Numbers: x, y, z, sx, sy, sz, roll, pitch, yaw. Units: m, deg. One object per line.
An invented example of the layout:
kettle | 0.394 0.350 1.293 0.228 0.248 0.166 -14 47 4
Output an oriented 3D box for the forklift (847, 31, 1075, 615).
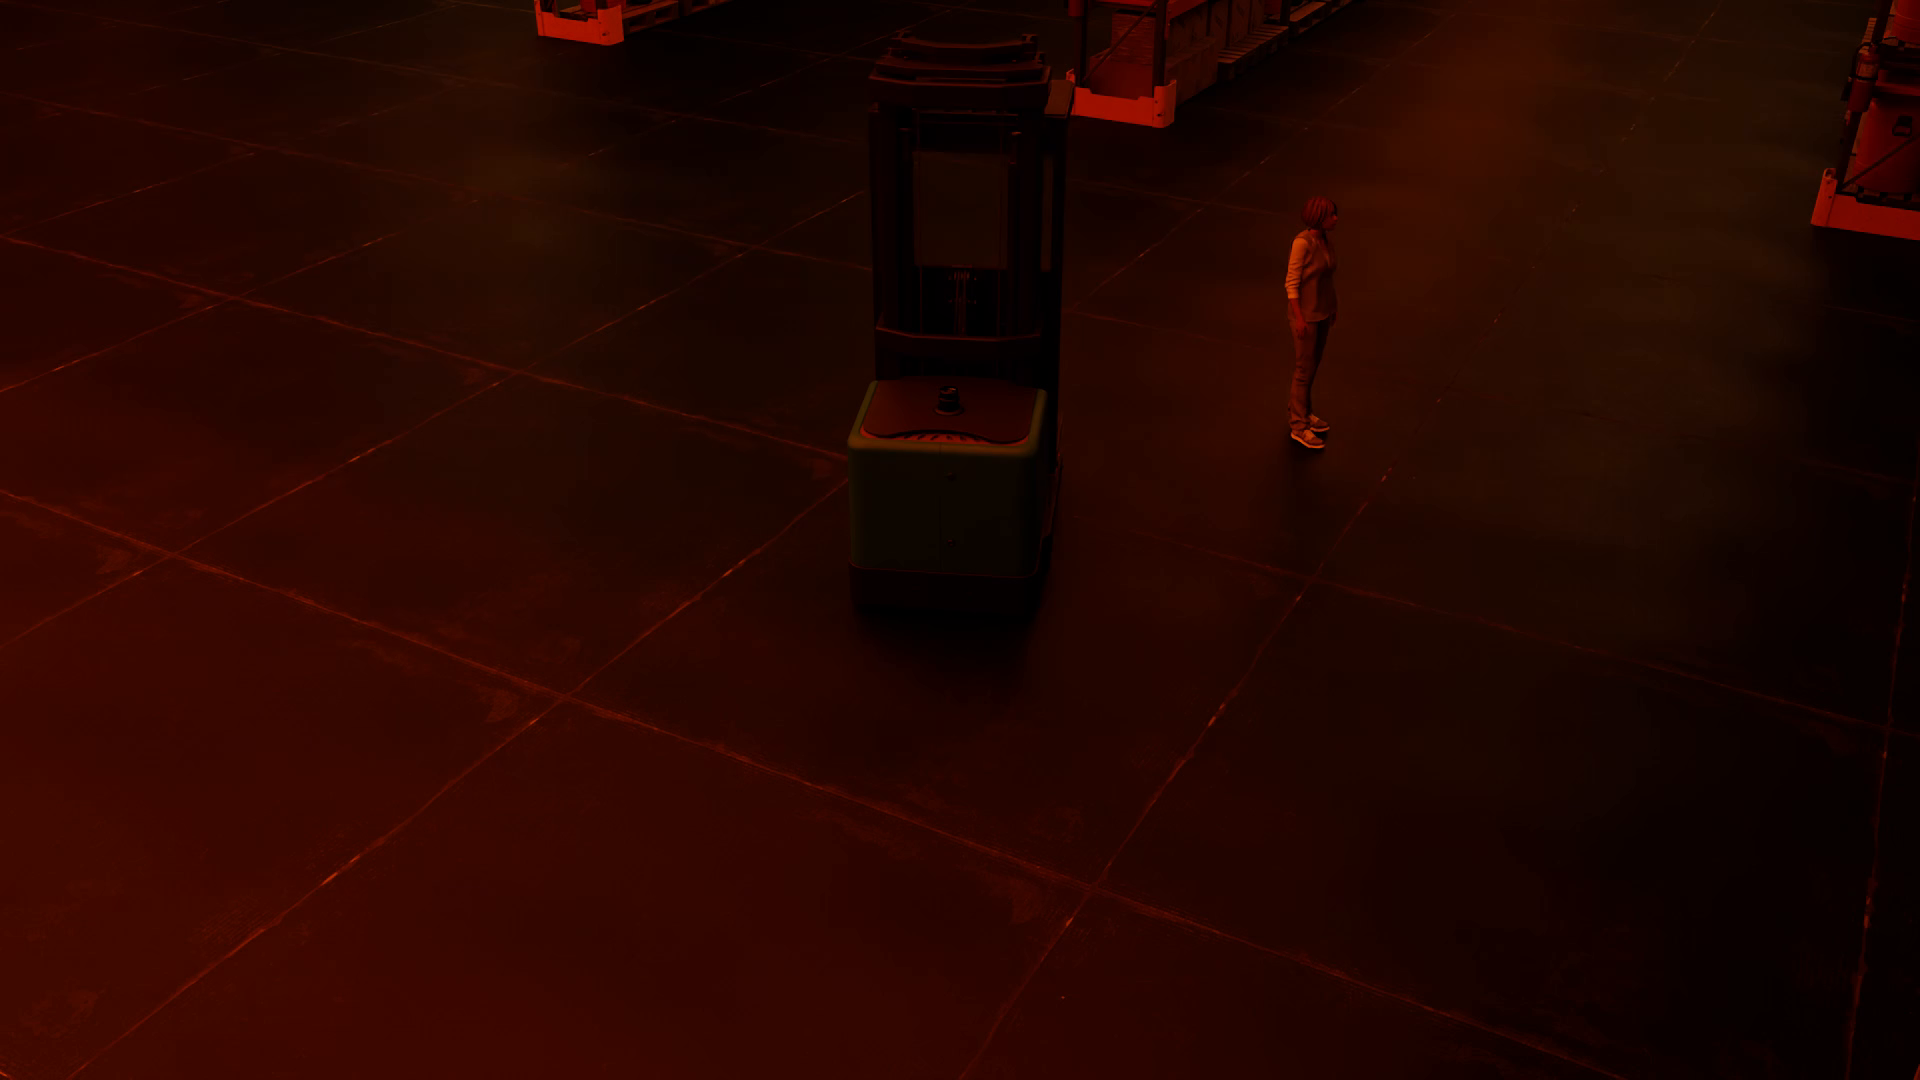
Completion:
forklift | 0.072 -1.572 9.794 1.130 2.935 3.031 3 30 6

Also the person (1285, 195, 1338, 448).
person | 2.363 -1.444 10.893 0.477 1.597 0.518 22 37 33
